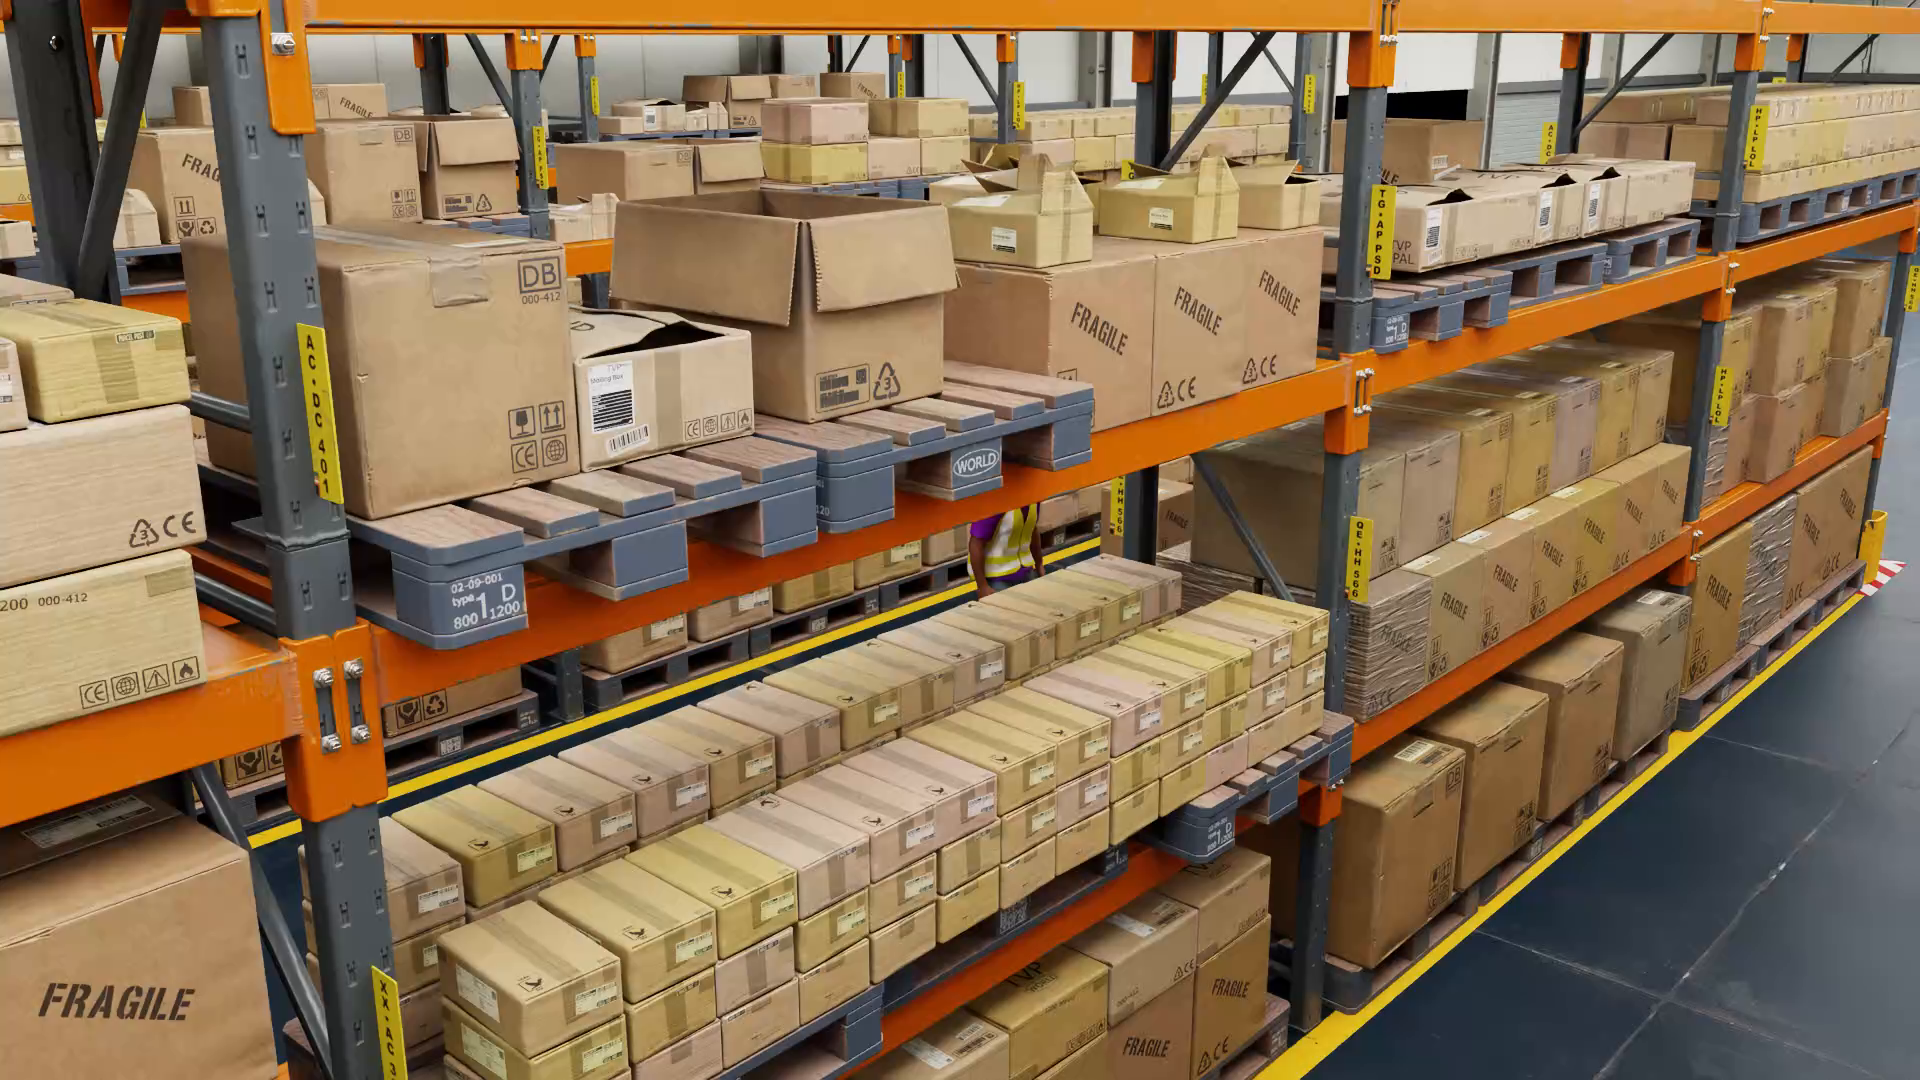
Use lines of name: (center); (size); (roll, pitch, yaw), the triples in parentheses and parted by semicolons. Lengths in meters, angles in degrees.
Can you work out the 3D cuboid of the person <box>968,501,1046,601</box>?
person: (0.293, 0.214, 9.801); (0.454, 1.761, 0.636); (13, 21, 37)
